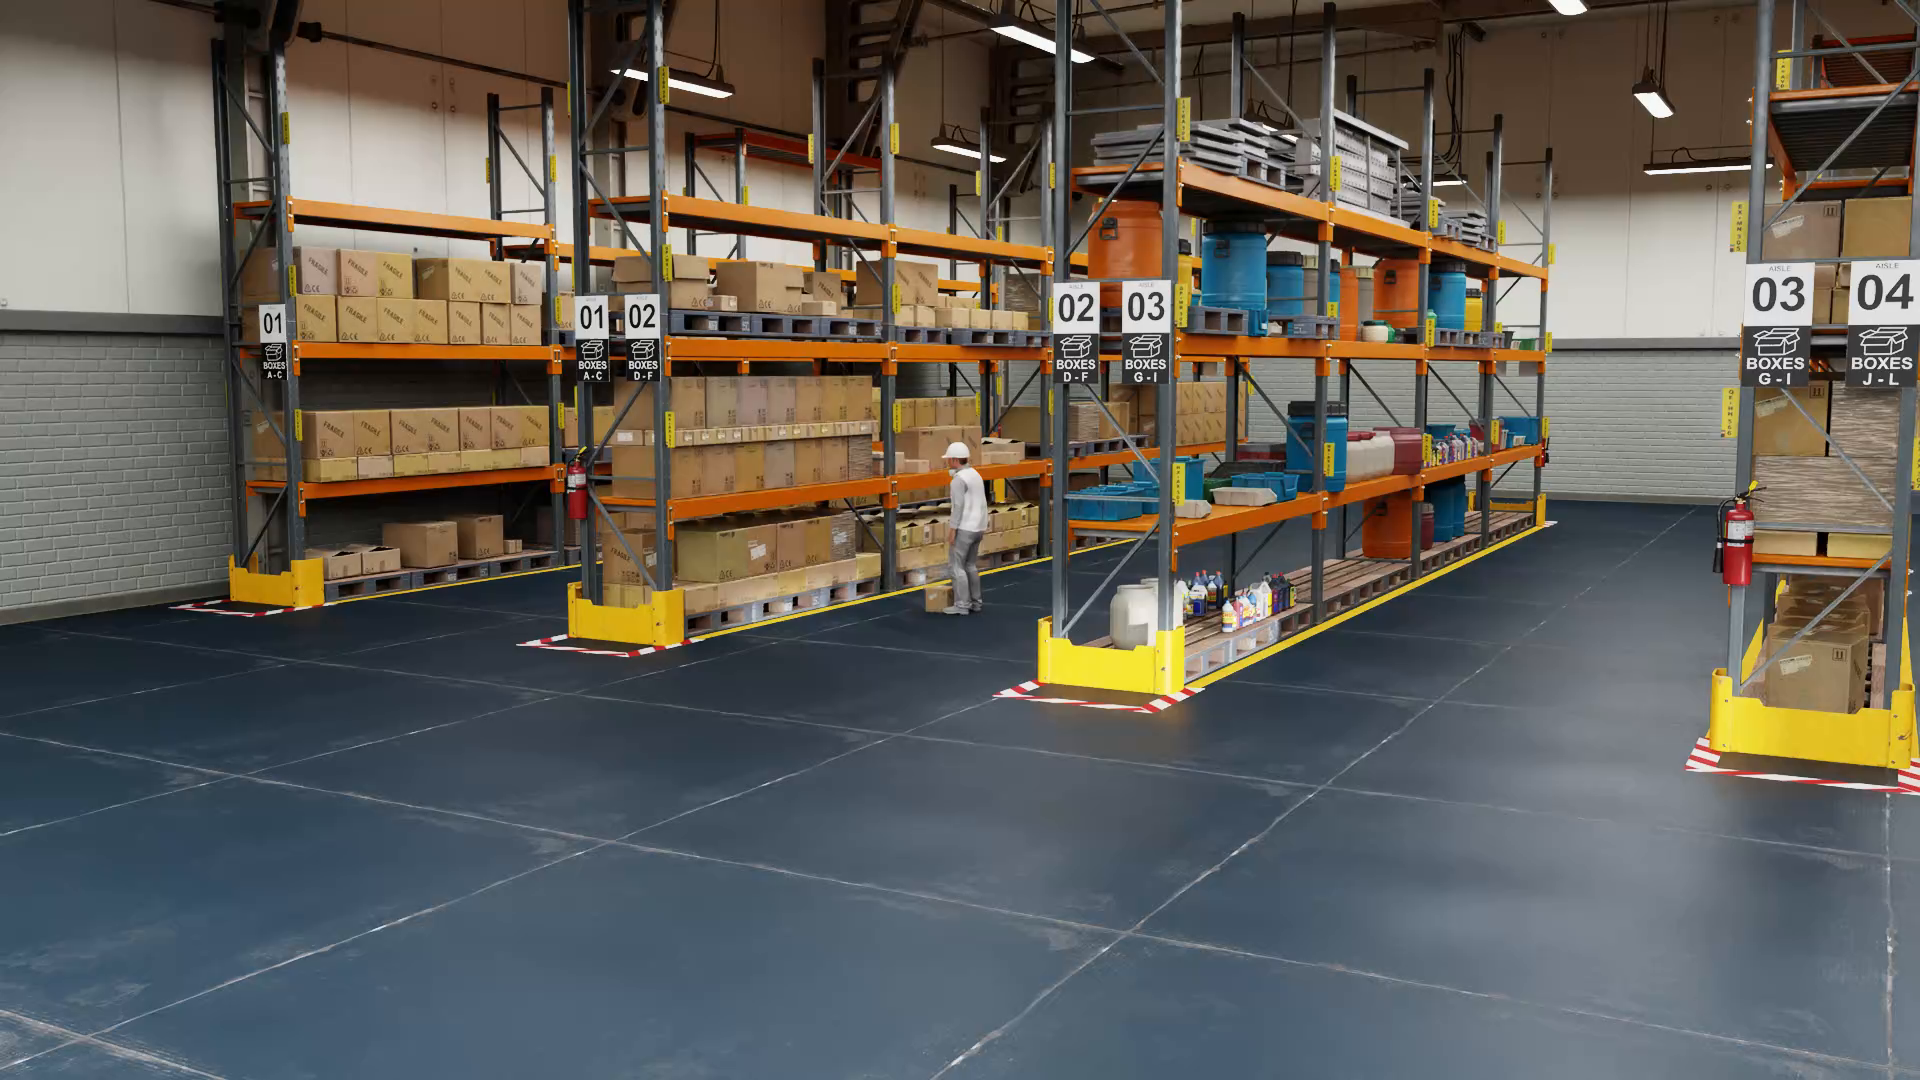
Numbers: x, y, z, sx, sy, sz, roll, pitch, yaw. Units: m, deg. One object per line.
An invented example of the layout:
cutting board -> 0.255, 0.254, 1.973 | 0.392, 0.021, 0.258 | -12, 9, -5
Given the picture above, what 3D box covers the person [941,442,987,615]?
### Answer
person -> 0.042, -0.123, 17.209 | 0.463, 1.767, 0.583 | 3, 7, 26
